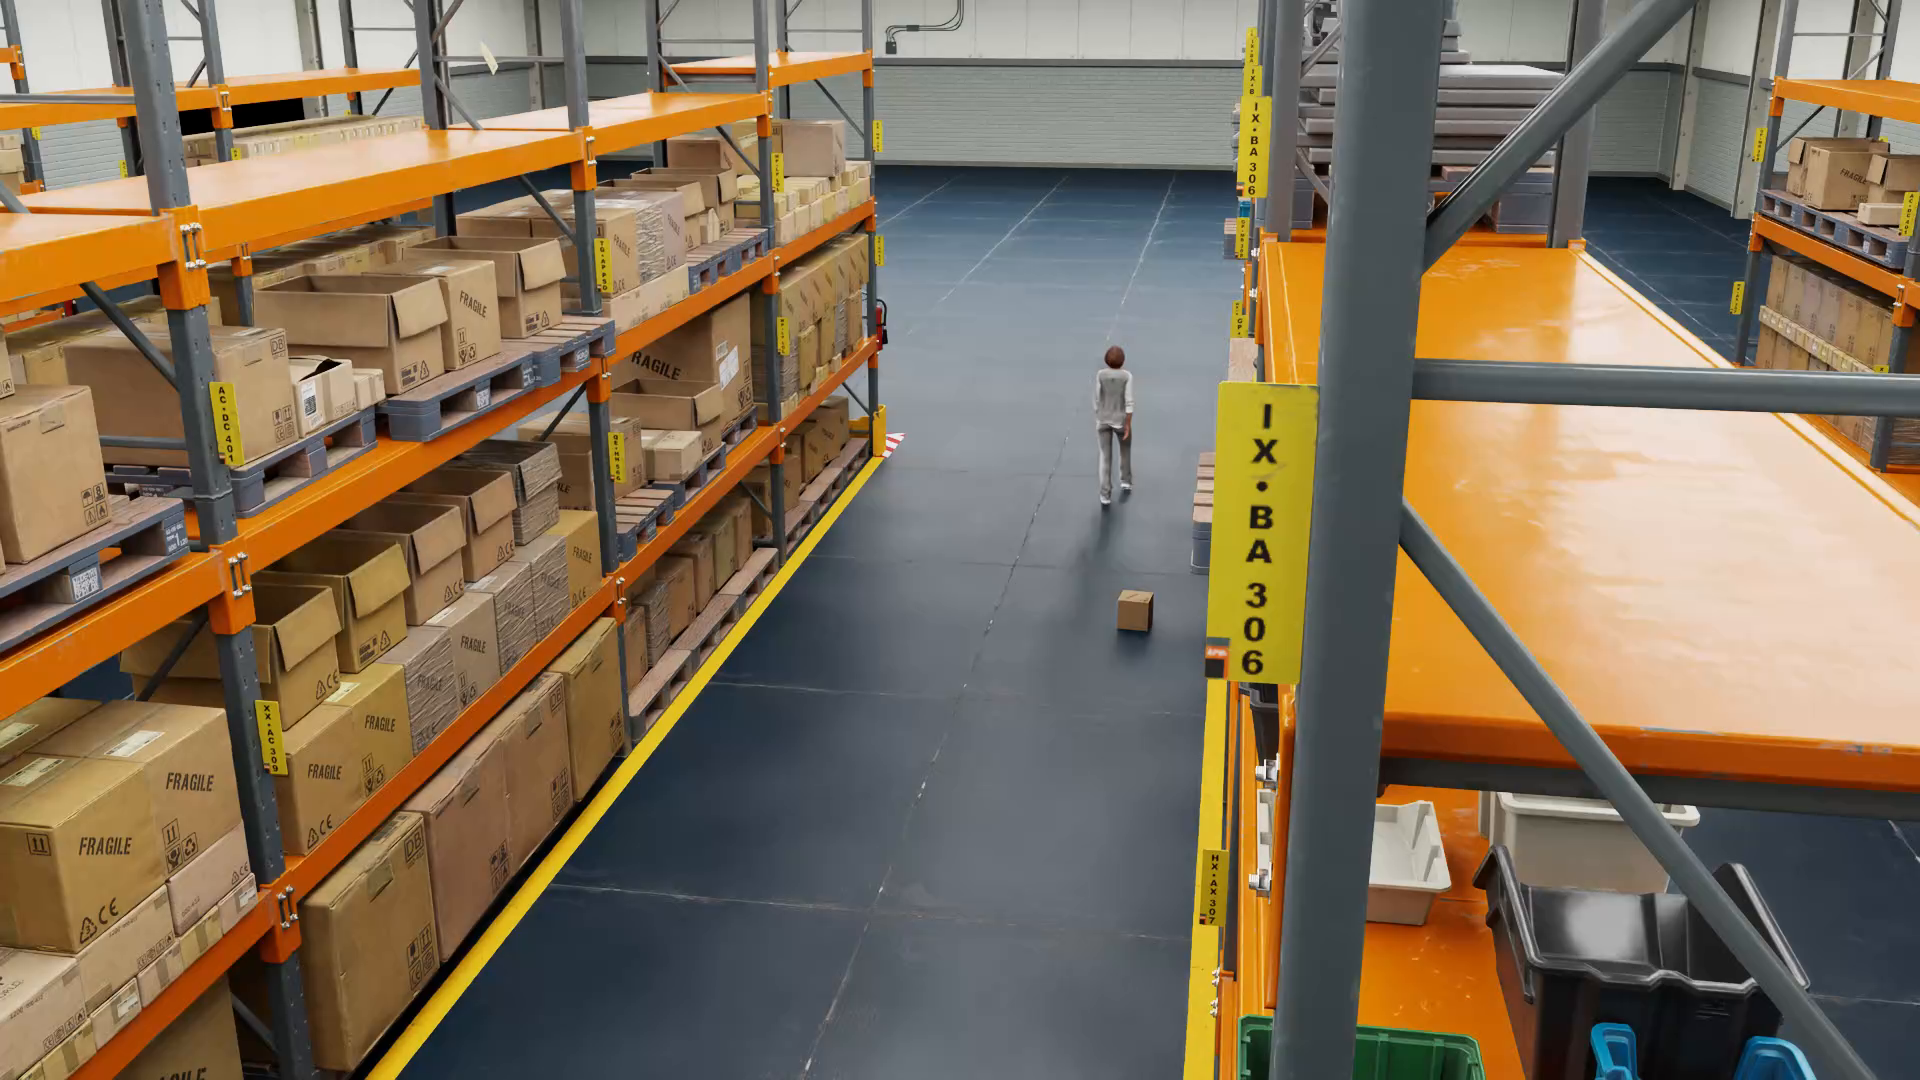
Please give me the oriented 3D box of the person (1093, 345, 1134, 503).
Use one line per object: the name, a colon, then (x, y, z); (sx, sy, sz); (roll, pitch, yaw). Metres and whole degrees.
person: (1.546, -1.206, 16.697); (0.426, 1.560, 0.856); (4, 19, 11)
